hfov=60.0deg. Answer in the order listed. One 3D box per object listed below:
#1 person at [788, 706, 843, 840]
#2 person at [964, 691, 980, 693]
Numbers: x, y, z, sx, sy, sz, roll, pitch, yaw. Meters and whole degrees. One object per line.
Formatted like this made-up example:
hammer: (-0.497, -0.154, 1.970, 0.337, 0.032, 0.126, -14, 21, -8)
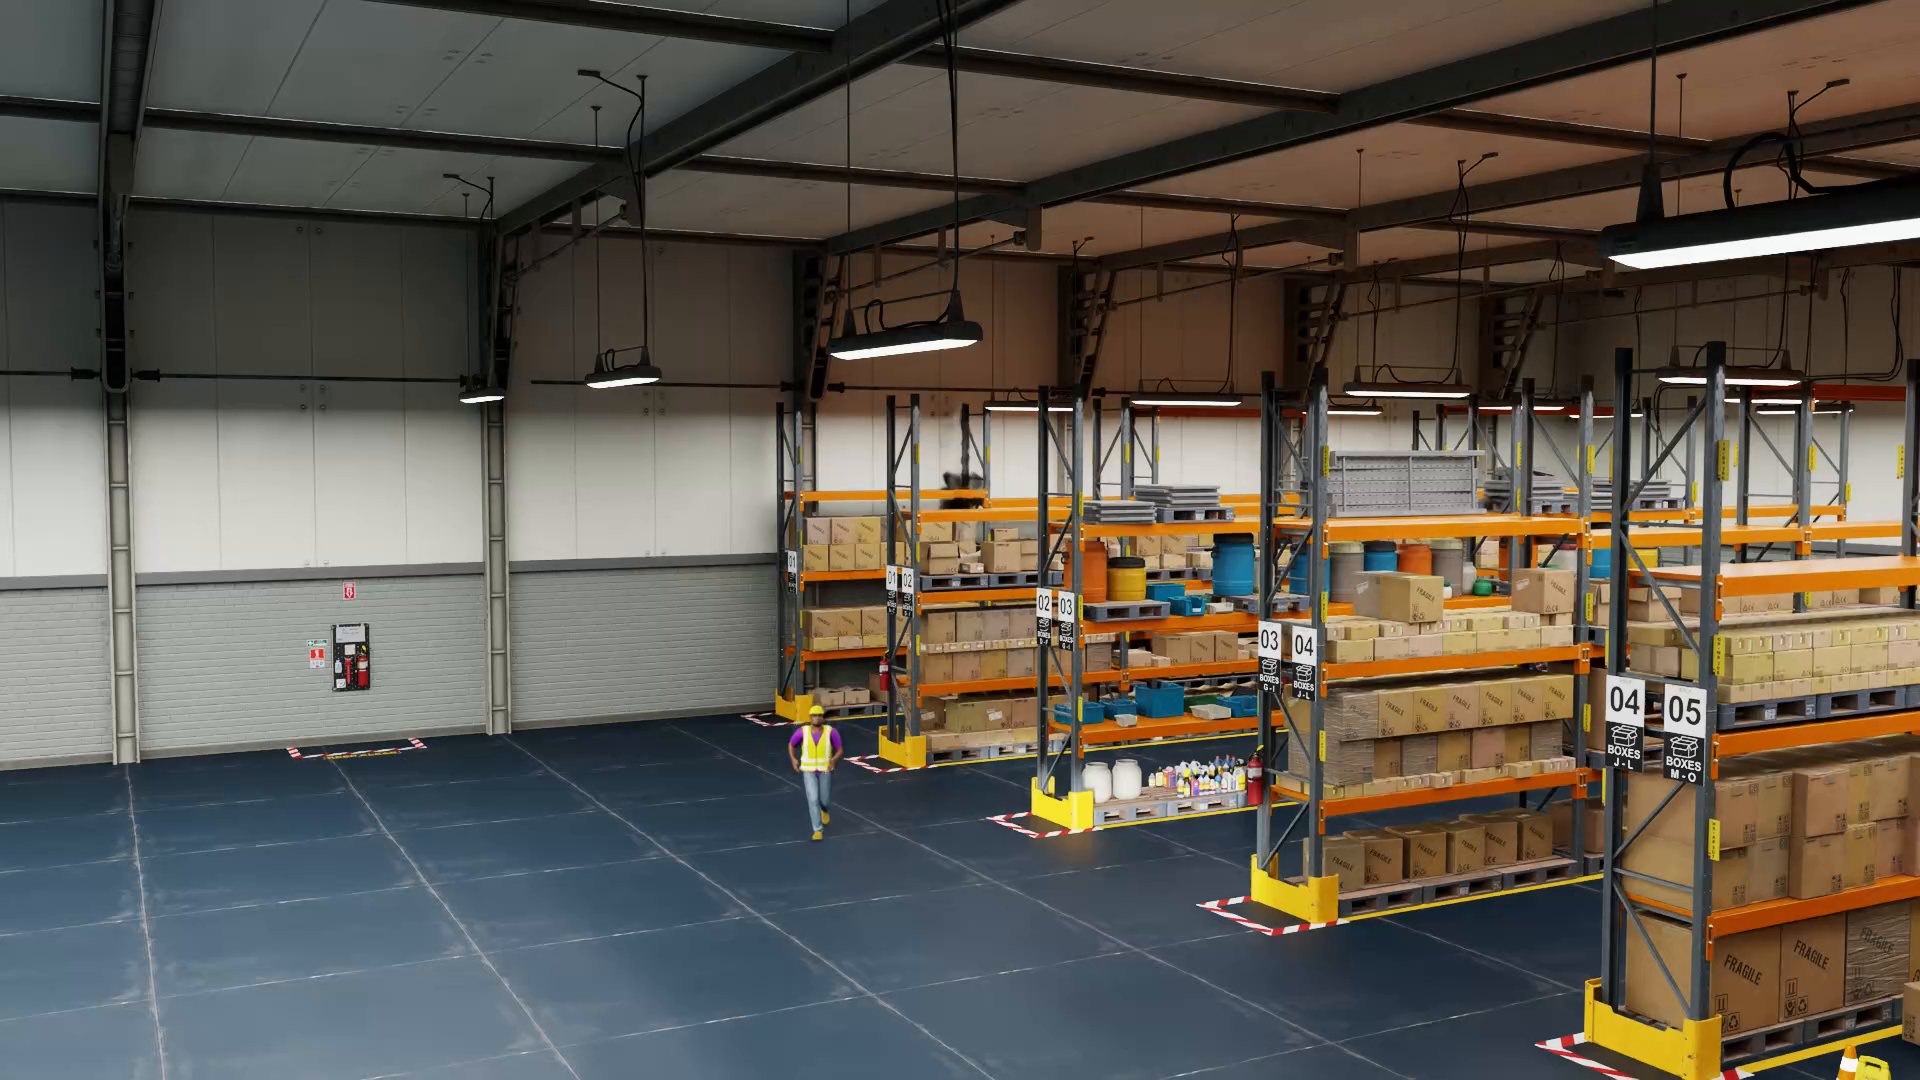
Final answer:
person: (-1.911, 3.054, 22.019, 0.732, 1.737, 0.810, 0, 3, -6)
person: (0.148, 2.380, 29.687, 0.915, 1.786, 0.738, -2, 4, -35)
